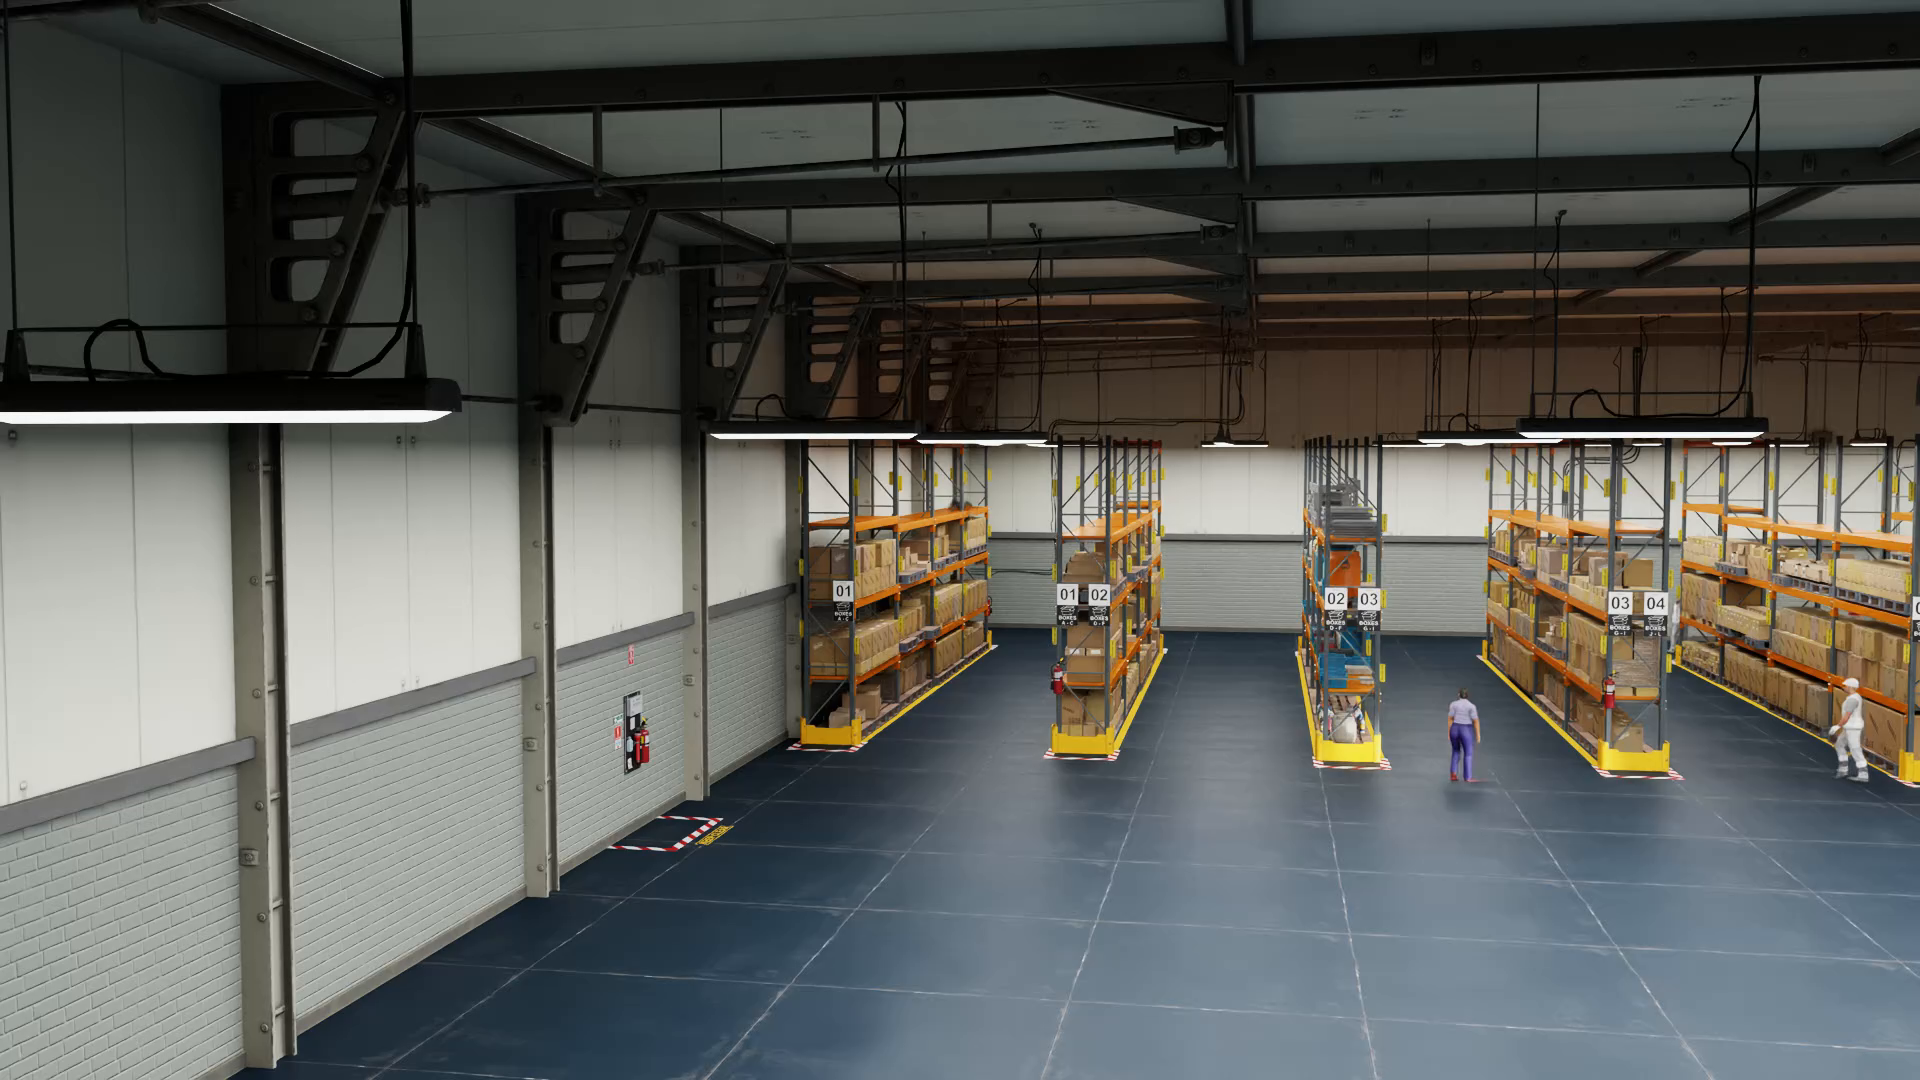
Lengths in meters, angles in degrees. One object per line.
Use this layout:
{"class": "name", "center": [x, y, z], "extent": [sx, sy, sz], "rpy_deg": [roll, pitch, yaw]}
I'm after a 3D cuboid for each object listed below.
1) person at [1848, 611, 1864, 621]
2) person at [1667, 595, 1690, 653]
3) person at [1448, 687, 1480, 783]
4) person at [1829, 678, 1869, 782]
{"class": "person", "center": [25.738, 2.286, 47.729], "extent": [0.882, 1.682, 0.566], "rpy_deg": [0, 3, -9]}
{"class": "person", "center": [20.331, 2.325, 46.884], "extent": [0.520, 1.733, 1.017], "rpy_deg": [3, 4, 44]}
{"class": "person", "center": [8.691, 3.364, 28.653], "extent": [0.508, 1.687, 0.405], "rpy_deg": [3, 4, 45]}
{"class": "person", "center": [15.414, 3.295, 28.762], "extent": [0.621, 1.824, 0.640], "rpy_deg": [2, 4, 38]}
